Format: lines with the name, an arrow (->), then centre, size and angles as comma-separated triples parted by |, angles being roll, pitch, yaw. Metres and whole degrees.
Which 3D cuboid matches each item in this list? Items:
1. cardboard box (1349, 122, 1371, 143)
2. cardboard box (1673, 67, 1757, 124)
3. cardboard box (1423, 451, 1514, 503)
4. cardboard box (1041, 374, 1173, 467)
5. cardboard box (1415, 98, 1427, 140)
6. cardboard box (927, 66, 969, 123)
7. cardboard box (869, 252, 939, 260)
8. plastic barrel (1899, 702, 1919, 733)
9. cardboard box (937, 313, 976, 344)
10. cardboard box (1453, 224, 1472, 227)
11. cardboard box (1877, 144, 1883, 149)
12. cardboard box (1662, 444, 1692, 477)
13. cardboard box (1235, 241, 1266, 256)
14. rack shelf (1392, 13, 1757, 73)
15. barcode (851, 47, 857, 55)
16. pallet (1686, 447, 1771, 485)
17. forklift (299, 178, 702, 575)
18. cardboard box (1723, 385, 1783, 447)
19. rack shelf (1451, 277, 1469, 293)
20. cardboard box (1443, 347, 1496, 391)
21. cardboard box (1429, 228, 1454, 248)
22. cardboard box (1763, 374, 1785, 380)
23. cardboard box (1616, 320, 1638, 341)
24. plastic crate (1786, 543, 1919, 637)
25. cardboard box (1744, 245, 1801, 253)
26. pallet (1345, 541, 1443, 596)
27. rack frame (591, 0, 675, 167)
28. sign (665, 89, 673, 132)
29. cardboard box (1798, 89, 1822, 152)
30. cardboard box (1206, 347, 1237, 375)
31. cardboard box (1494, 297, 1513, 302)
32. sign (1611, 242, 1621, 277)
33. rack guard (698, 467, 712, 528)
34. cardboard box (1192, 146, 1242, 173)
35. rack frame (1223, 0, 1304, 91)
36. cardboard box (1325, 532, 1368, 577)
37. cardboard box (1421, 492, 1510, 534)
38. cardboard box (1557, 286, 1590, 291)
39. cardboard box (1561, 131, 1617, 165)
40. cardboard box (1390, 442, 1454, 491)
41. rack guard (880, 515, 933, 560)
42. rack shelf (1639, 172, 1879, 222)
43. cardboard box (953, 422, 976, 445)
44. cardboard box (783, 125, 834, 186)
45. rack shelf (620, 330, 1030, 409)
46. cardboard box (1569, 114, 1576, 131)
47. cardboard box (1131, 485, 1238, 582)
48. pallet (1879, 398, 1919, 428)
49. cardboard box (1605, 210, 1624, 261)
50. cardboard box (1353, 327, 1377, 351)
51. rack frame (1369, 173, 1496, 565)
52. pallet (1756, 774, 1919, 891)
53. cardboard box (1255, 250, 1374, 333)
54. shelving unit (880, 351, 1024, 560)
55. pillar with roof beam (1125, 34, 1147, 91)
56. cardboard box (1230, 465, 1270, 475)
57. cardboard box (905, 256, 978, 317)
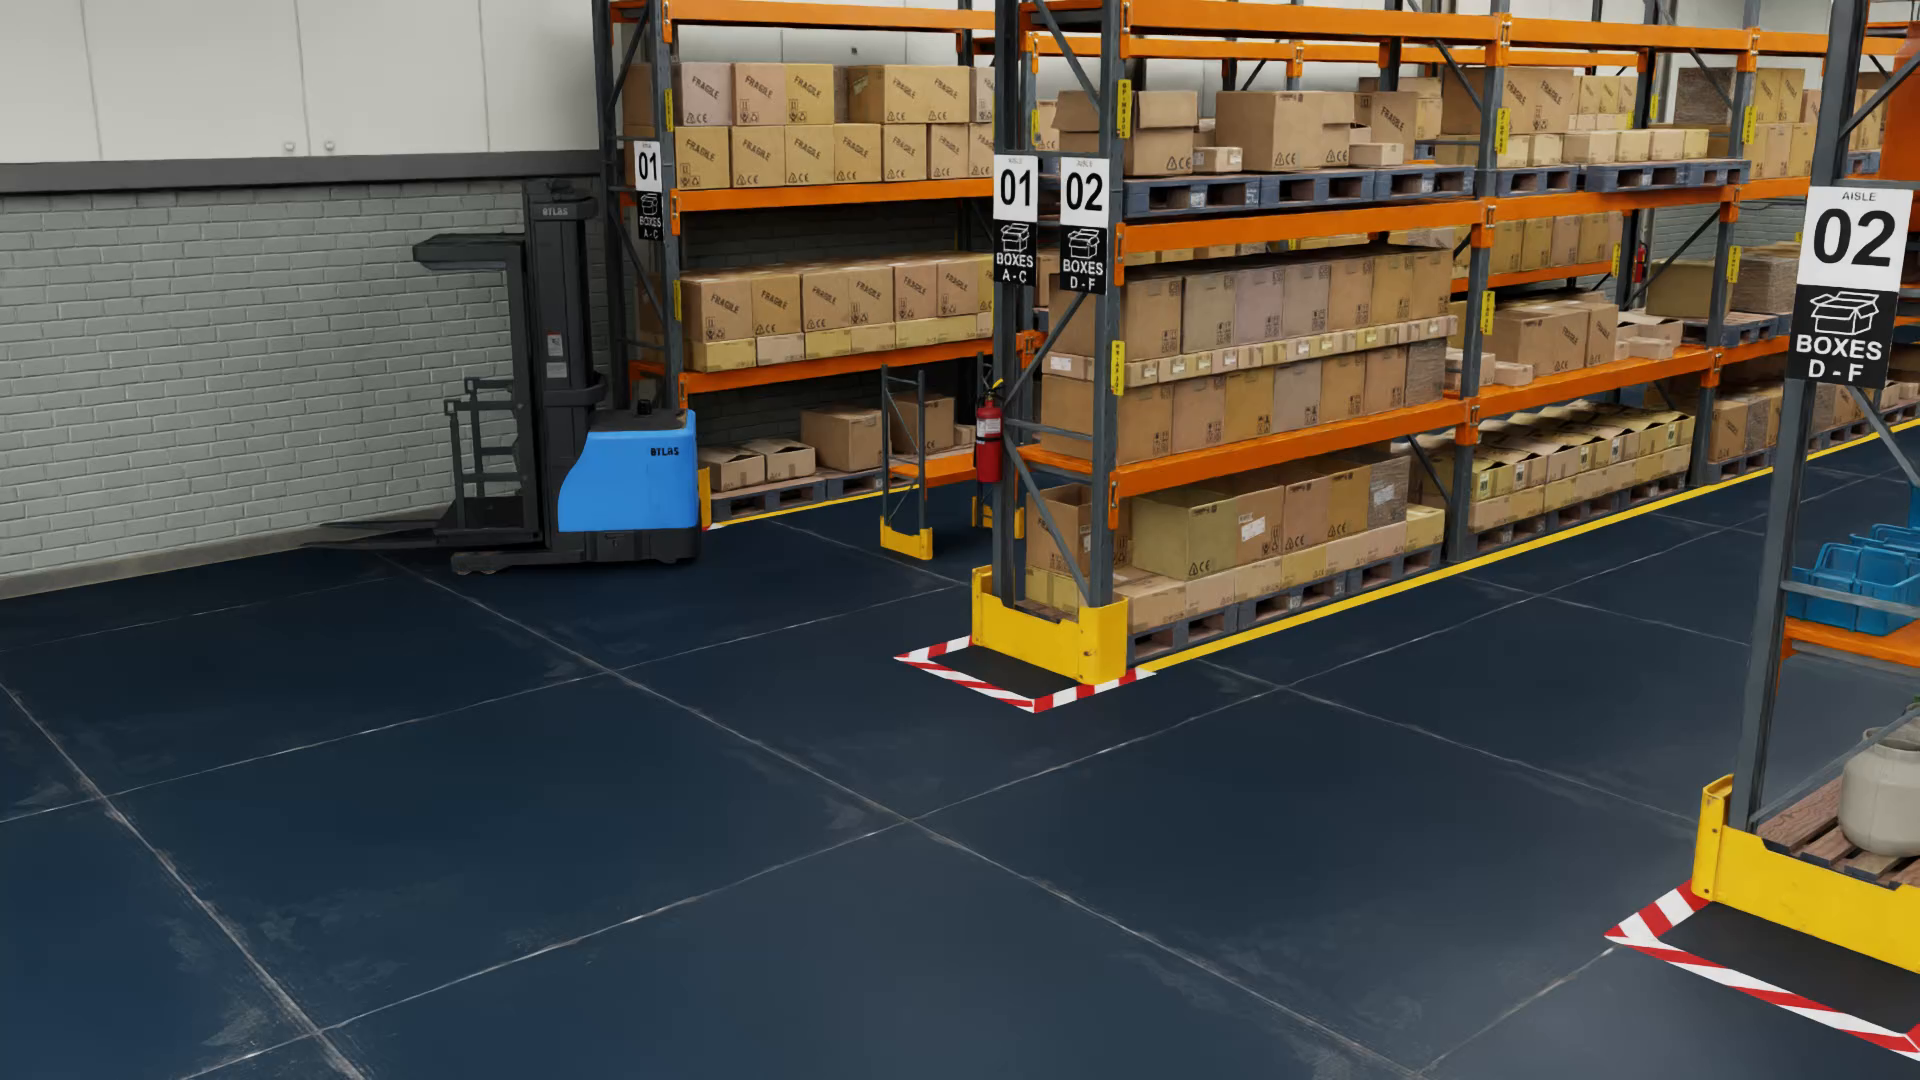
cardboard box -> 2.643, -2.913, 12.119 | 0.500, 0.311, 0.500 | -14, 20, -42
cardboard box -> 6.954, -4.093, 15.316 | 0.500, 0.500, 0.500 | -13, 19, -39
cardboard box -> 4.078, -0.529, 13.345 | 0.500, 0.311, 0.500 | -13, 19, -39
cardboard box -> 0.946, -0.809, 10.773 | 0.500, 0.500, 0.700 | -13, 19, -39
cardboard box -> 5.270, -5.156, 20.383 | 0.500, 0.500, 0.700 | -13, 20, -40
cardboard box -> -0.260, -4.083, 15.240 | 0.500, 0.500, 0.500 | -11, 19, -36
cardboard box -> -0.536, -2.499, 16.093 | 0.500, 0.500, 0.500 | -13, 20, -40
plastic barrel -> 4.659, 1.068, 7.945 | 0.421, 0.512, 0.421 | 0, 15, 0
cardboard box -> -0.191, -2.041, 15.830 | 0.500, 0.250, 0.500 | -13, 19, -39
cardboard box -> 6.199, -4.116, 21.085 | 0.500, 0.250, 0.500 | -12, 19, -38
cardboard box -> 10.167, -4.128, 17.870 | 0.500, 0.250, 0.500 | -13, 19, -39
cardboard box -> 6.384, -0.777, 15.362 | 0.500, 0.250, 0.500 | -12, 19, -38
cardboard box -> 3.018, -3.183, 18.806 | 0.700, 0.500, 0.500 | 13, 20, 40
rack shelf -> 5.112, -4.058, 13.675 | 4.000, 0.370, 1.077 | -13, 19, -39
barcode -> -0.983, -4.541, 15.444 | 0.075, 0.075, 0.001 | -13, 19, -39
pallet -> 7.208, -0.811, 16.379 | 1.213, 0.211, 1.003 | -13, 19, -39
forklift -> -3.599, -1.293, 12.910 | 3.031, 2.935, 1.130 | -2, 15, -7
cardboard box -> 7.924, -1.240, 16.570 | 0.500, 0.500, 0.500 | -13, 20, -40
rack shelf -> 4.875, -2.995, 20.542 | 4.000, 0.370, 1.077 | -13, 19, -39
cardboard box -> 3.946, -1.381, 13.400 | 0.500, 0.250, 0.500 | -11, 19, -36
cardboard box -> 5.822, -3.667, 20.857 | 0.500, 0.500, 0.500 | -12, 19, -39
cardboard box -> 8.336, -1.512, 17.589 | 0.500, 0.500, 0.500 | -12, 19, -39
cardboard box -> 5.819, -1.883, 15.158 | 0.500, 0.311, 0.500 | -13, 20, -40
plastic crate -> 4.015, 0.209, 7.442 | 0.616, 0.251, 0.499 | -13, 19, -39
cardboard box -> 8.657, -2.803, 17.423 | 0.500, 0.500, 0.700 | -9, 17, -31
pallet -> 2.975, 0.112, 12.922 | 1.213, 0.211, 1.003 | -13, 19, -39
rack frame -> -2.669, -4.546, 13.333 | 0.127, 3.000, 1.000 | -13, 19, -39
sign -> -2.313, -3.414, 13.212 | 0.005, 0.325, 0.100 | -13, 19, -39
cardboard box -> 8.205, -4.168, 16.529 | 0.600, 0.600, 0.600 | -14, 20, -41
cardboard box -> 1.601, -1.200, 10.980 | 0.250, 0.149, 0.380 | -13, 20, -40
cardboard box -> 7.370, -3.245, 22.858 | 0.250, 0.149, 0.380 | -13, 20, -41
sign -> 6.257, -2.665, 15.823 | 0.005, 0.325, 0.100 | -13, 19, -39
rack guard -> -2.612, -0.453, 14.478 | 0.348, 0.500, 1.175 | -13, 19, -39
cardboard box -> 1.589, -2.448, 10.690 | 0.250, 0.149, 0.380 | -13, 19, -39
rack frame -> 3.366, -5.902, 18.407 | 0.127, 3.000, 1.000 | -13, 19, -39
cardboard box -> 2.645, 0.055, 12.246 | 0.500, 0.250, 0.500 | -13, 19, -39
cardboard box -> 4.070, -0.256, 13.412 | 0.500, 0.250, 0.500 | -13, 20, -41
cardboard box -> 8.901, -3.589, 24.148 | 0.250, 0.149, 0.380 | -12, 19, -39
cardboard box -> 5.085, -3.254, 13.782 | 0.500, 0.250, 0.500 | 14, 20, 42
cardboard box -> 3.720, -0.632, 13.730 | 0.500, 0.311, 0.500 | -13, 19, -39
rack guard -> -0.433, -0.023, 13.354 | 0.087, 0.250, 0.587 | -13, 19, -39
rack shelf -> 8.129, -3.480, 16.547 | 4.000, 0.370, 1.077 | -13, 19, -39
cardboard box -> -0.036, -1.073, 16.592 | 0.380, 0.166, 0.250 | 13, 20, 40
cardboard box -> -1.435, -3.336, 14.381 | 0.500, 0.500, 0.500 | -12, 19, -37
rack shelf -> -1.160, -1.639, 15.469 | 4.000, 0.370, 1.077 | -13, 19, -39
cardboard box -> 7.854, -5.546, 22.173 | 0.500, 0.250, 0.500 | -13, 20, -41
cardboard box -> 1.512, -0.054, 11.200 | 0.500, 0.500, 0.500 | -13, 19, -39
pallet -> 10.157, -1.486, 18.905 | 1.213, 0.211, 1.003 | -13, 19, -39
cardboard box -> 9.023, -4.415, 23.885 | 0.700, 0.700, 0.980 | -12, 19, -37
cardboard box -> 2.770, -1.464, 11.967 | 0.250, 0.149, 0.380 | -13, 20, -40
rack frame -> 3.603, -1.362, 13.036 | 0.127, 3.000, 1.000 | -13, 19, -39
pallet -> 4.477, 1.469, 7.840 | 1.213, 0.211, 1.003 | -13, 19, -39
cardboard box -> 2.514, -1.790, 11.931 | 0.500, 0.500, 0.700 | -13, 20, -39
shelving unit -> -0.058, -0.712, 13.508 | 1.083, 1.500, 0.587 | -13, 19, -39
pillar with roof beam -> 4.643, -5.012, 15.075 | 0.400, 9.000, 9.100 | -13, 19, -39
cardboard box -> 1.917, -0.327, 12.221 | 0.500, 0.500, 0.500 | -13, 19, -39
cardboard box -> -0.178, -2.399, 15.718 | 0.500, 0.500, 0.500 | -13, 20, -40
